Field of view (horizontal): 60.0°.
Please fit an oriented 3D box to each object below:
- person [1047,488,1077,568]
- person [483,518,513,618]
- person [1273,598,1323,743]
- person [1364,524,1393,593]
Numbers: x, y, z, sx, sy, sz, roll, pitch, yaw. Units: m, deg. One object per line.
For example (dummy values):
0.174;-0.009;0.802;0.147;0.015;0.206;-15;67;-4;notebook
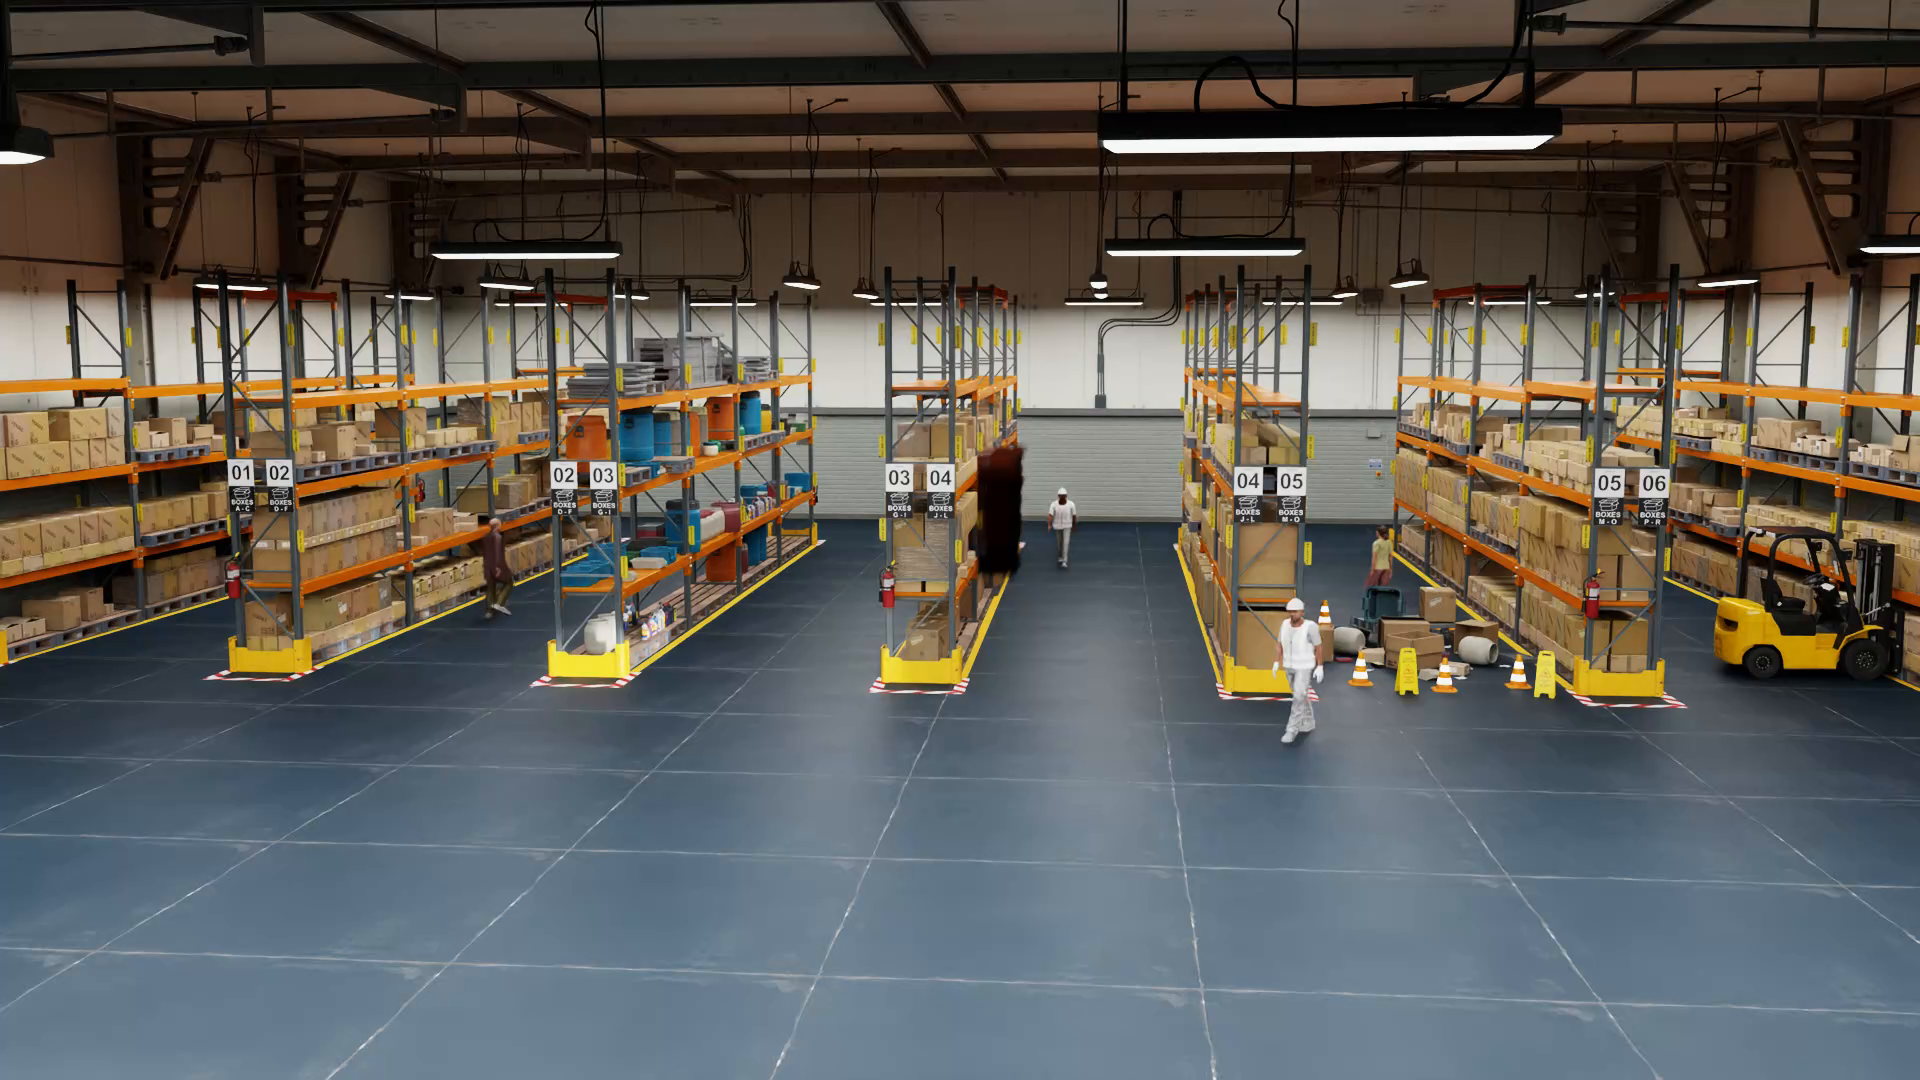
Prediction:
2.229;-0.284;36.400;0.617;1.703;1.077;1;7;8;person
-8.345;0.494;29.802;0.582;1.763;0.552;3;7;20;person
4.186;1.590;20.784;0.949;1.733;0.580;-6;9;-39;person
7.527;0.571;29.815;0.488;1.697;0.388;-3;8;-23;person
